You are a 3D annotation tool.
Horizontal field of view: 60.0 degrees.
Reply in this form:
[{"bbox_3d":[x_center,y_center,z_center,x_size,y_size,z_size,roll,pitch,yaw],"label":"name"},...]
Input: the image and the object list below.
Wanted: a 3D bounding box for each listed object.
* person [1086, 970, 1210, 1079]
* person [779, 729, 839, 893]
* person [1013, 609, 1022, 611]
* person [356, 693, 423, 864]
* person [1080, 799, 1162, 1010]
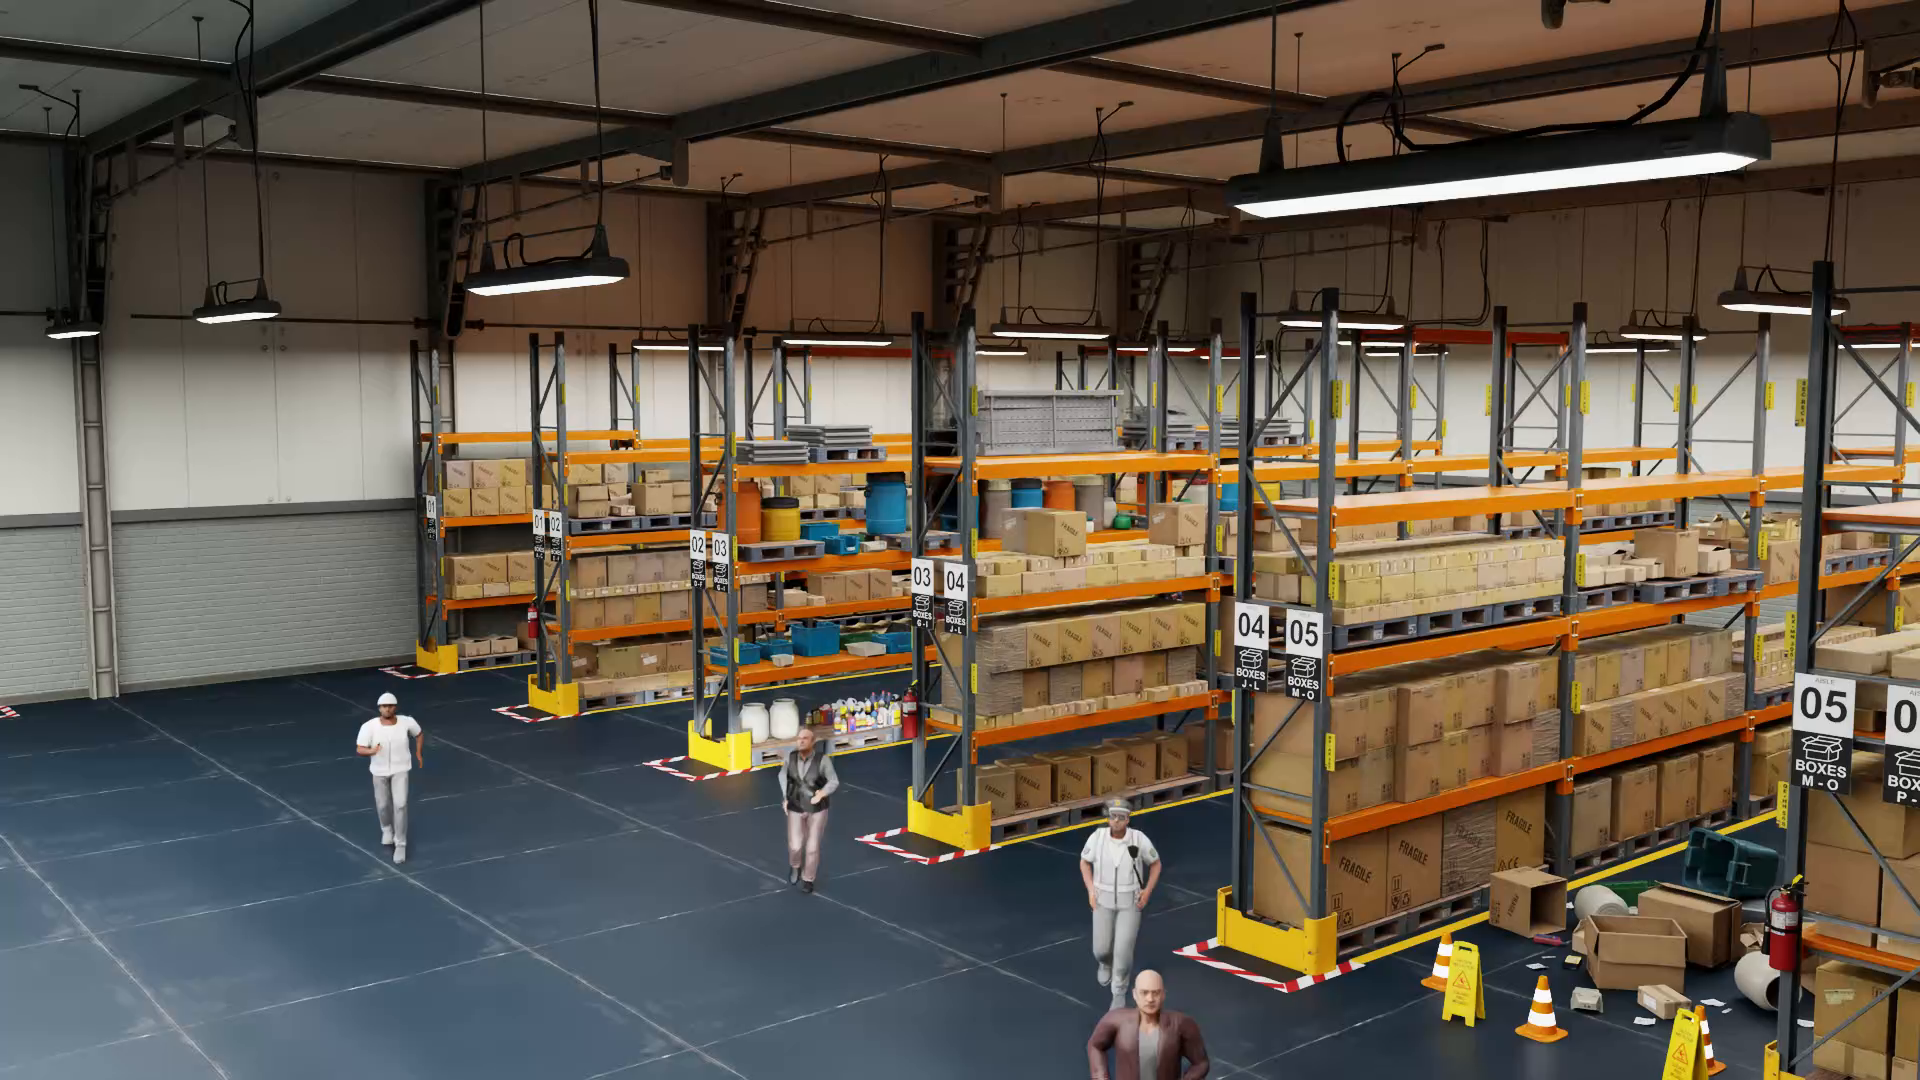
[{"bbox_3d":[1.099,3.379,9.776,0.724,1.762,0.868,1,5,6],"label":"person"},{"bbox_3d":[-1.556,2.763,16.889,0.647,1.691,0.588,0,5,4],"label":"person"},{"bbox_3d":[0.835,1.465,28.571,0.607,1.606,0.549,5,7,41],"label":"person"},{"bbox_3d":[-6.276,2.573,18.323,0.683,1.802,0.883,-1,5,-15],"label":"person"},{"bbox_3d":[1.347,3.010,13.970,0.686,1.764,0.641,1,5,11],"label":"person"}]
